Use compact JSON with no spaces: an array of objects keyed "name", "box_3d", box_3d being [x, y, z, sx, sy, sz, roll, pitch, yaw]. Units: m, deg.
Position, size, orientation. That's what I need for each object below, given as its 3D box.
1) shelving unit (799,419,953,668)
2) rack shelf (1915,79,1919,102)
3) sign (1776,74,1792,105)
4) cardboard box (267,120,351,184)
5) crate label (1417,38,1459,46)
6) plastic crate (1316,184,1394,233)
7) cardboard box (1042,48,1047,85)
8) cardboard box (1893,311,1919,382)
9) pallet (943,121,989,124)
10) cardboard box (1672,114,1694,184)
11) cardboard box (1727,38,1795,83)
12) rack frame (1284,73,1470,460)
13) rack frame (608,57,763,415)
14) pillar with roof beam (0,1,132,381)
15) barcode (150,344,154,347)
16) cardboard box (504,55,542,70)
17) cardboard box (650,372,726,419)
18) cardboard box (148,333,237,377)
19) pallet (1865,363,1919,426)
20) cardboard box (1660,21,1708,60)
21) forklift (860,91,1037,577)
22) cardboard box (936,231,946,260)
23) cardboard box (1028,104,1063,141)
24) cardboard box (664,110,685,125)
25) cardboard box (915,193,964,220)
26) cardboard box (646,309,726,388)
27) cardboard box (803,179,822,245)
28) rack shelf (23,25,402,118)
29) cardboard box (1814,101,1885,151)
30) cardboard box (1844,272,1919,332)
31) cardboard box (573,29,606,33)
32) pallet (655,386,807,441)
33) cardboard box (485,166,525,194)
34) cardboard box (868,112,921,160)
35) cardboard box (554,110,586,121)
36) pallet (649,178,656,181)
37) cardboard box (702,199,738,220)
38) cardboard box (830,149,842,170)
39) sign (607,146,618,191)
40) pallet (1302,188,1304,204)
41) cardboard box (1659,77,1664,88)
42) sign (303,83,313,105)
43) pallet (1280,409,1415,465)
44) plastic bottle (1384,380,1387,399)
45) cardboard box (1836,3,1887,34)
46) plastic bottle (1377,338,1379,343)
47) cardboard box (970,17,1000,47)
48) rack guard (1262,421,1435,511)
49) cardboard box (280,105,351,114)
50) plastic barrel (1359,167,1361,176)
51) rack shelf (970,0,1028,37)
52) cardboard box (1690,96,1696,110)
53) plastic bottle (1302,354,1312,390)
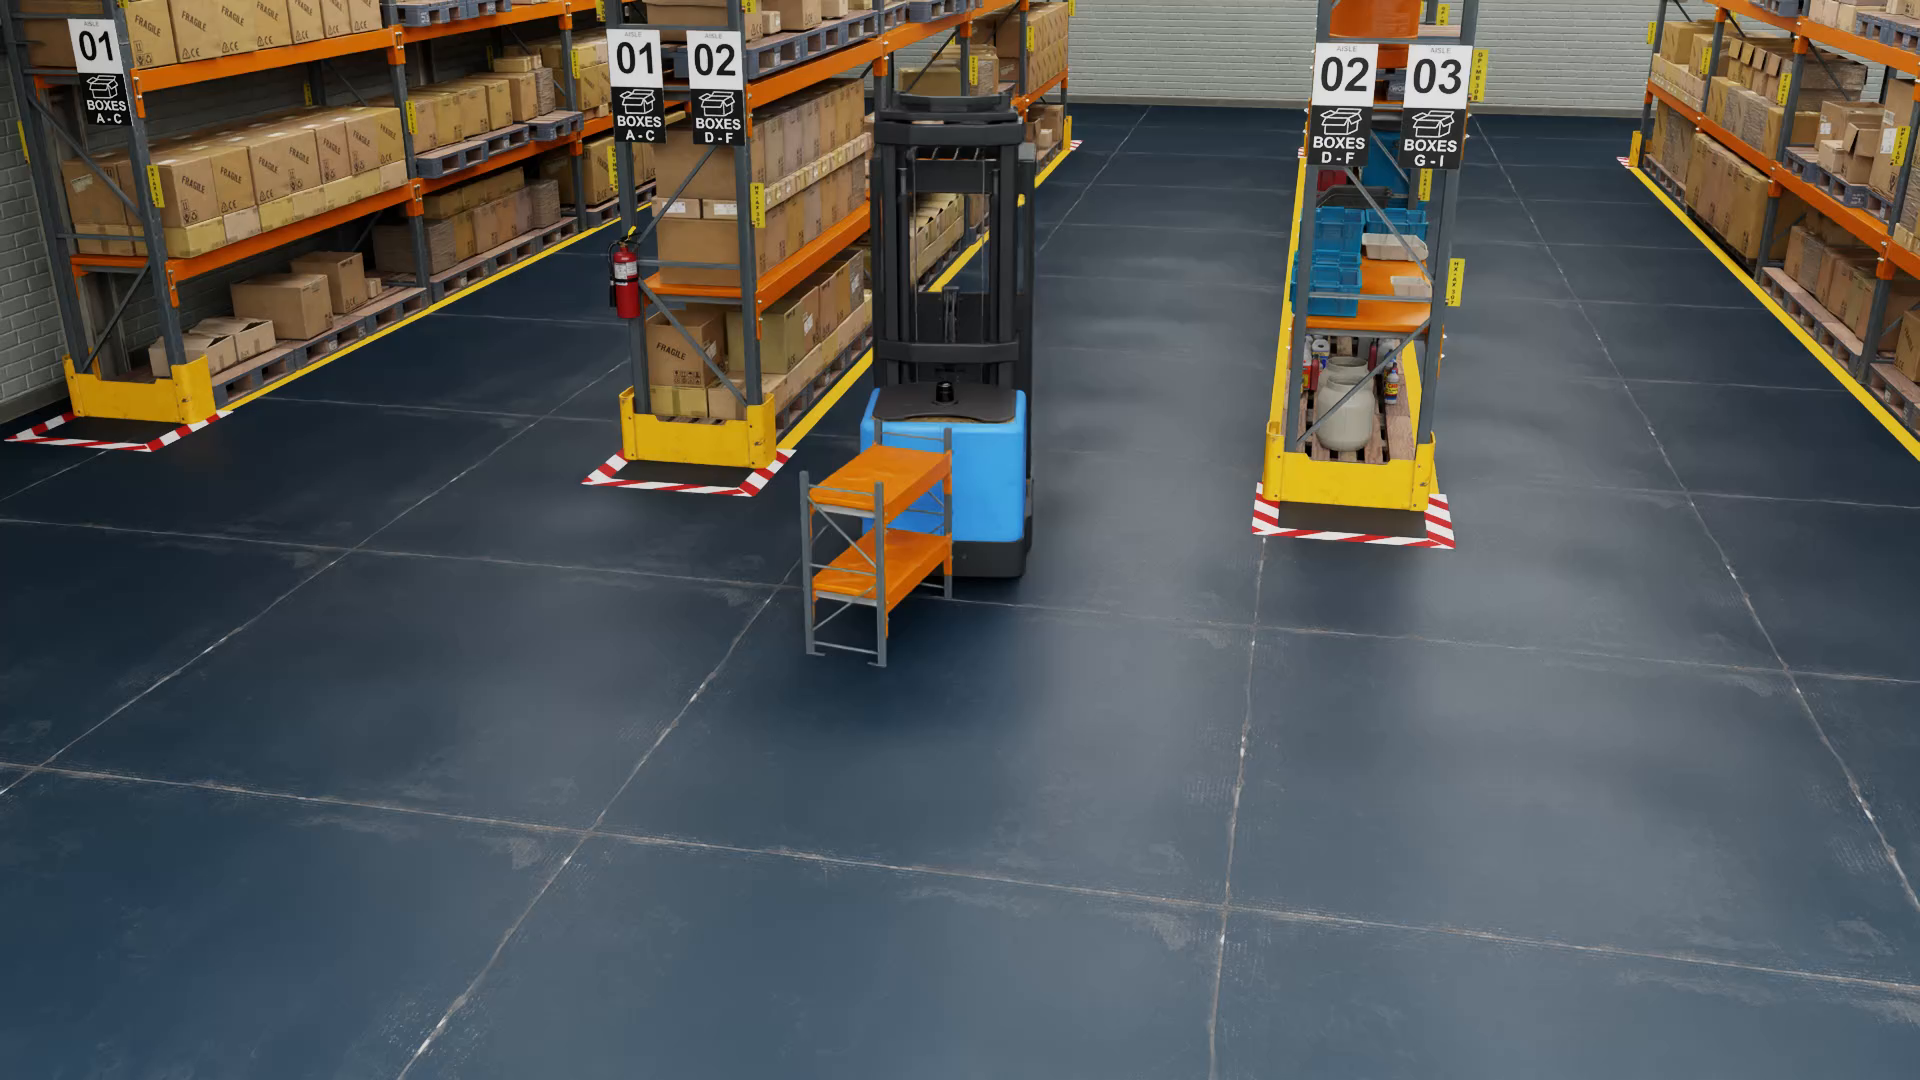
[{"name":"shelving unit","box_3d":[-0.473,-0.004,9.858,0.538,1.125,1.048,8,23,20]},{"name":"rack shelf","box_3d":[8.087,-3.080,11.934,1.077,0.370,4.000,4,22,11]},{"name":"sign","box_3d":[8.767,-4.795,17.695,0.100,0.325,0.005,4,22,11]},{"name":"cardboard box","box_3d":[-6.055,-3.612,15.476,0.500,0.500,0.500,4,22,9]},{"name":"crate label","box_3d":[3.536,-3.651,12.586,0.502,0.251,0.408,4,22,11]},{"name":"plastic crate","box_3d":[3.415,-2.921,14.674,0.767,0.338,0.504,4,22,11]},{"name":"cardboard box","box_3d":[1.007,-7.019,24.632,0.500,0.500,0.500,4,22,11]},{"name":"cardboard box","box_3d":[8.374,-1.646,14.209,0.500,0.500,0.500,4,22,9]},{"name":"pallet","box_3d":[-0.316,-5.138,20.352,1.213,0.211,1.003,4,22,11]},{"name":"cardboard box","box_3d":[10.524,-5.453,23.161,0.875,0.875,0.875,4,22,11]},{"name":"cardboard box","box_3d":[10.005,-5.957,20.654,0.797,0.503,0.637,4,22,10]},{"name":"rack frame","box_3d":[2.830,-1.669,11.482,1.000,3.000,0.127,4,22,11]},{"name":"rack frame","box_3d":[-2.018,-2.048,12.423,1.000,3.000,0.127,4,22,11]},{"name":"pillar with roof beam","box_3d":[-3.358,-5.201,12.221,9.100,9.000,0.400,4,22,11]},{"name":"barcode","box_3d":[-7.027,-1.668,14.479,0.001,0.075,0.075,4,22,11]},{"name":"cardboard box","box_3d":[-5.277,-5.773,20.081,0.380,0.149,0.250,2,22,4]},{"name":"cardboard box","box_3d":[-2.198,-1.186,13.401,0.500,0.250,0.500,4,22,11]},{"name":"cardboard box","box_3d":[-6.639,-1.627,14.388,0.500,0.311,0.500,2,22,5]},{"name":"pallet","box_3d":[8.393,-1.212,14.081,1.003,0.211,1.213,4,22,11]},{"name":"cardboard box","box_3d":[10.480,-7.221,24.067,0.500,0.500,0.500,4,22,10]},{"name":"forklift","box_3d":[-0.036,-1.628,11.473,1.130,2.935,3.031,1,22,3]},{"name":"cardboard box","box_3d":[-0.461,-3.309,18.674,0.500,0.250,0.500,5,22,12]},{"name":"cardboard box","box_3d":[1.377,-6.726,26.796,0.500,0.500,0.500,4,22,11]},{"name":"cardboard box","box_3d":[-4.425,-5.763,23.962,0.750,0.750,0.750,5,22,12]},{"name":"cardboard box","box_3d":[-0.251,-3.943,19.496,0.500,0.311,0.500,5,22,12]},{"name":"cardboard box","box_3d":[-2.200,-1.534,13.261,0.500,0.500,0.500,4,22,11]},{"name":"cardboard box","box_3d":[-1.597,-2.830,14.232,0.700,0.500,0.500,5,23,13]},{"name":"rack shelf","box_3d":[-6.460,-4.213,14.747,1.077,0.370,4.000,4,22,11]},{"name":"cardboard box","box_3d":[9.240,-4.258,17.214,0.500,0.500,0.500,2,22,4]},{"name":"cardboard box","box_3d":[8.757,-2.195,15.544,0.700,0.500,0.500,4,22,11]},{"name":"cardboard box","box_3d":[-4.966,-6.830,22.735,0.500,0.250,0.500,4,22,9]},{"name":"pallet","box_3d":[-1.903,-1.037,13.646,1.003,0.211,1.213,4,22,11]},{"name":"cardboard box","box_3d":[-5.509,-4.271,19.697,0.500,0.250,0.500,5,22,12]},{"name":"cardboard box","box_3d":[-0.712,-4.405,18.142,0.500,0.500,0.500,3,22,8]},{"name":"cardboard box","box_3d":[-4.942,-5.345,20.920,0.380,0.149,0.250,4,22,10]},{"name":"pallet","box_3d":[-4.503,-5.231,24.060,1.003,0.211,1.213,4,22,11]},{"name":"cardboard box","box_3d":[-1.727,-2.522,12.598,0.380,0.149,0.250,4,22,11]},{"name":"cardboard box","box_3d":[-1.257,-3.370,14.704,0.380,0.149,0.250,4,22,11]},{"name":"sign","box_3d":[-2.546,-2.741,12.278,0.100,0.325,0.005,4,22,11]},{"name":"pallet","box_3d":[5.081,-4.485,22.207,1.003,0.211,1.213,4,22,11]},{"name":"cardboard box","box_3d":[10.393,-6.638,24.158,0.380,0.149,0.250,4,22,10]},{"name":"sign","box_3d":[-6.596,-4.465,16.875,0.100,0.325,0.005,4,22,11]},{"name":"pallet","box_3d":[2.971,-0.703,12.817,1.003,0.211,1.213,4,22,11]},{"name":"plastic bottle","box_3d":[3.526,-1.252,13.604,0.097,0.201,0.097,0,22,0]},{"name":"cardboard box","box_3d":[8.766,-5.010,15.963,0.500,0.250,0.500,5,22,12]},{"name":"plastic bottle","box_3d":[3.758,-1.779,14.713,0.144,0.351,0.185,3,22,8]},{"name":"cardboard box","box_3d":[0.280,-7.151,23.622,0.500,0.500,0.500,5,22,11]},{"name":"rack guard","box_3d":[2.800,-0.541,12.027,1.175,0.500,0.348,4,22,11]},{"name":"cardboard box","box_3d":[-6.352,-4.018,16.486,0.500,0.500,0.500,4,22,10]},{"name":"plastic barrel","box_3d":[4.206,-3.796,16.582,0.433,0.535,0.433,0,22,0]},{"name":"rack shelf","box_3d":[0.022,-6.763,21.078,1.077,0.370,4.000,4,22,11]},{"name":"cardboard box","box_3d":[9.922,-5.794,22.061,0.380,0.149,0.250,5,22,12]},{"name":"plastic bottle","box_3d":[2.854,-1.405,13.883,0.152,0.276,0.135,5,22,11]}]
